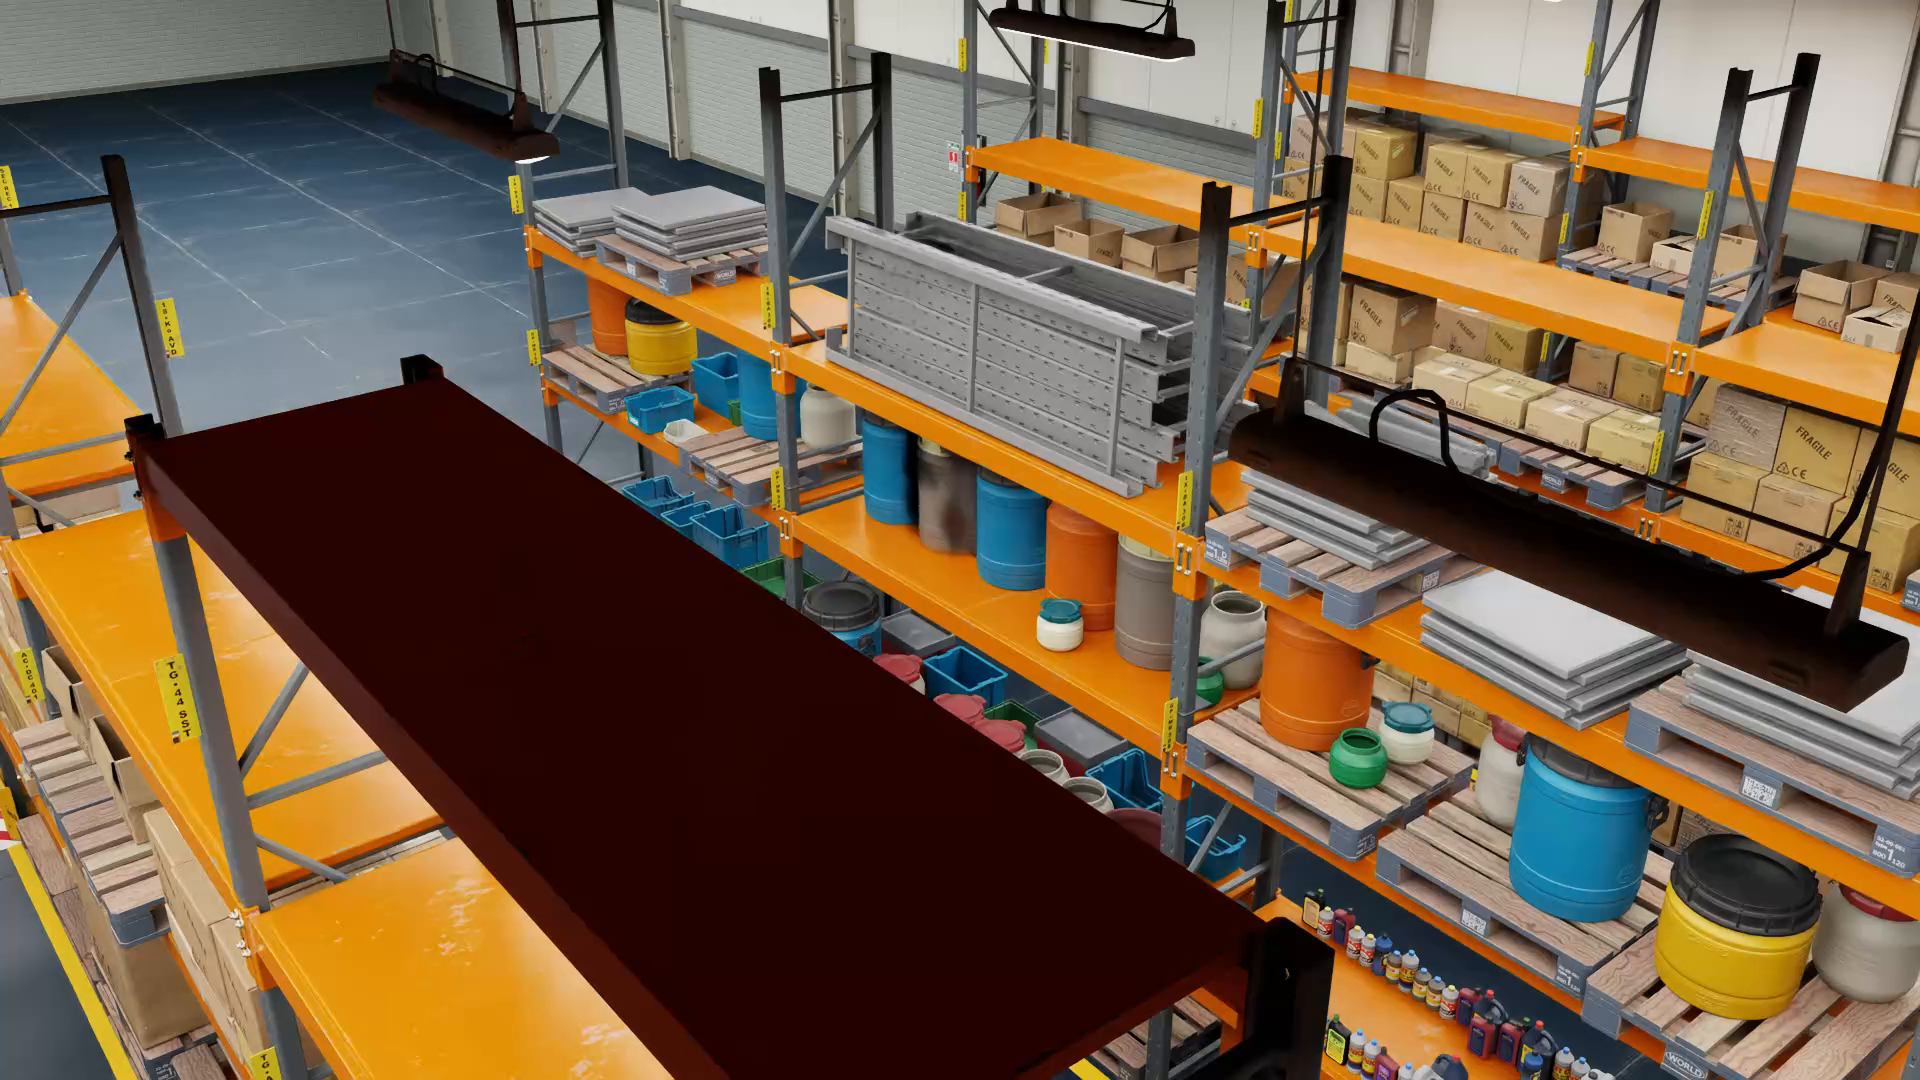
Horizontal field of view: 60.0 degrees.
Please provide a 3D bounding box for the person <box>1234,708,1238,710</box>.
[{"bbox_3d":[2.229,1.327,13.065,0.783,1.731,0.488,21,33,37],"label":"person"}]
